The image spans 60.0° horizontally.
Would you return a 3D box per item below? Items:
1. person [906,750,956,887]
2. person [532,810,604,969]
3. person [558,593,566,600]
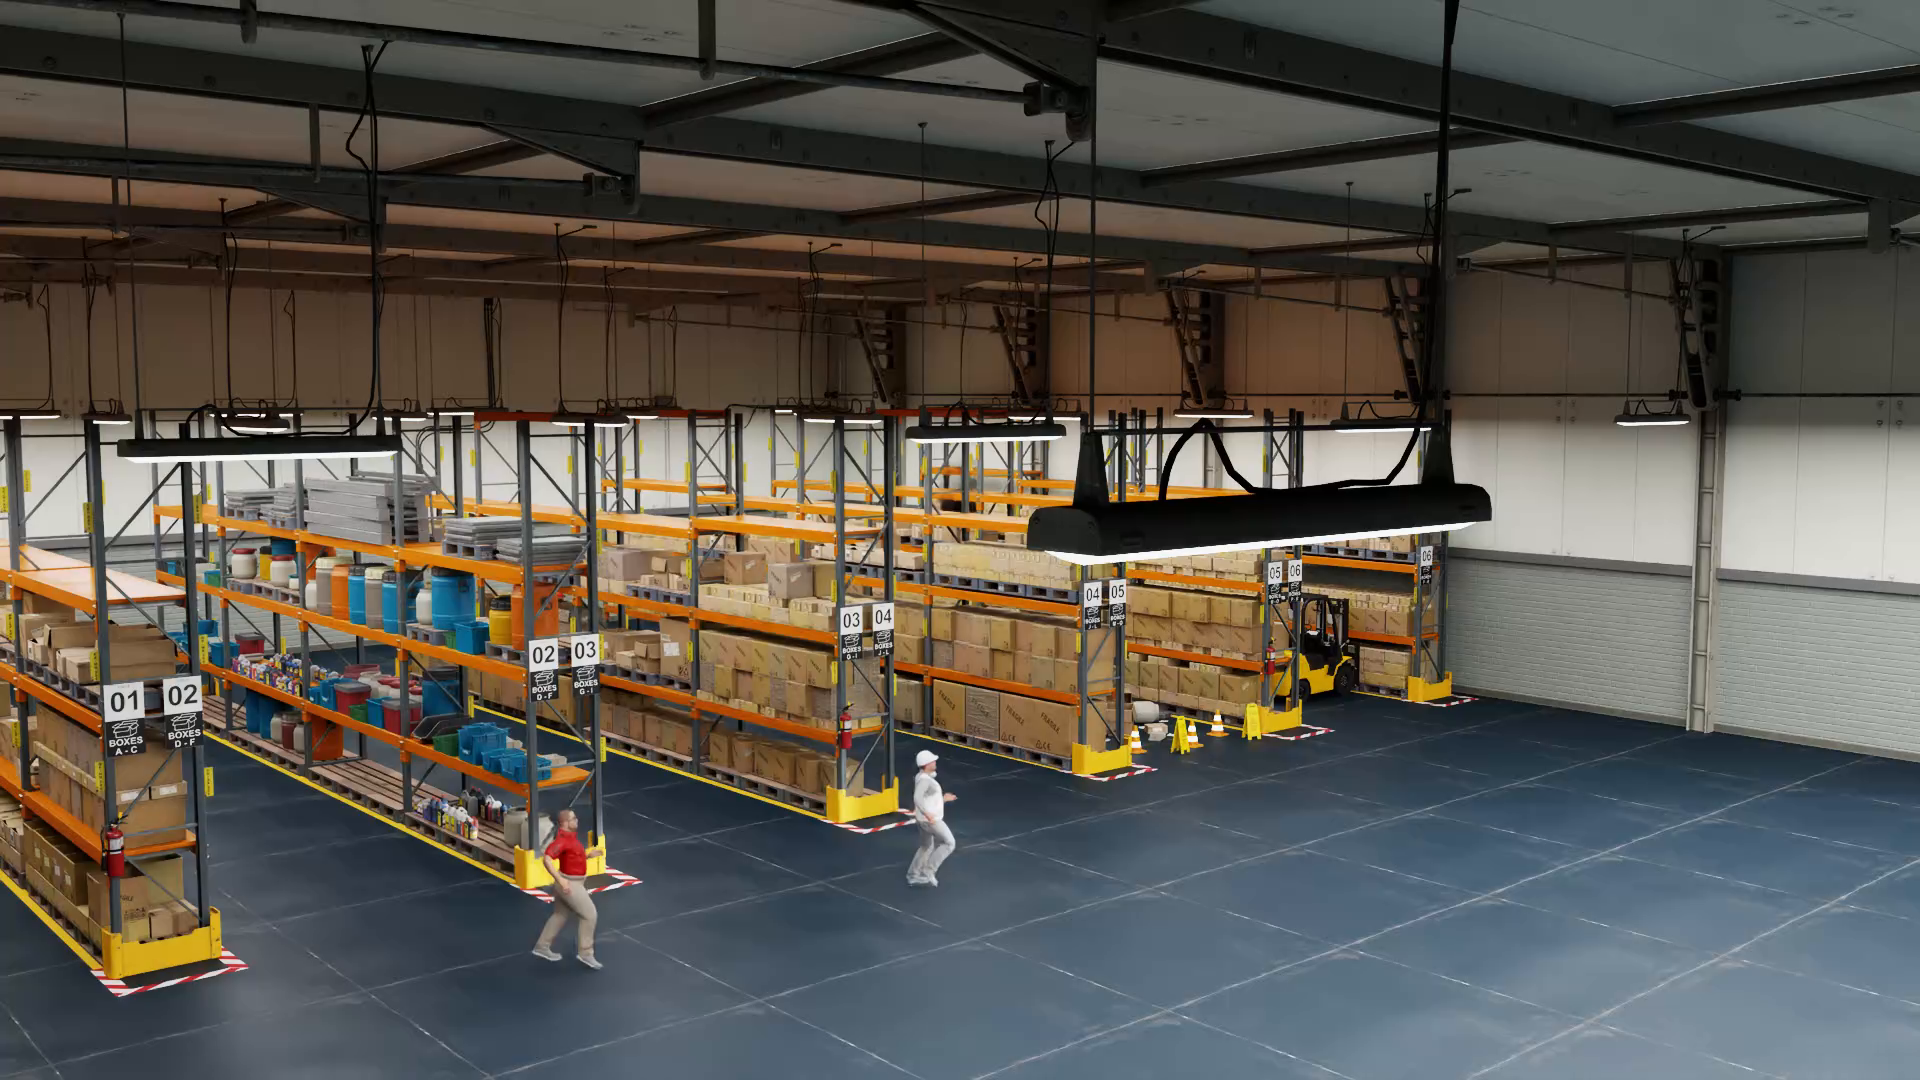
[{"bbox_3d":[-0.360,3.572,21.375,0.670,1.751,0.639,-1,5,-15],"label":"person"},{"bbox_3d":[-4.326,3.864,18.359,0.798,1.798,0.637,-2,5,-17],"label":"person"},{"bbox_3d":[-9.424,2.080,38.808,0.764,1.754,0.756,-1,5,-12],"label":"person"}]
